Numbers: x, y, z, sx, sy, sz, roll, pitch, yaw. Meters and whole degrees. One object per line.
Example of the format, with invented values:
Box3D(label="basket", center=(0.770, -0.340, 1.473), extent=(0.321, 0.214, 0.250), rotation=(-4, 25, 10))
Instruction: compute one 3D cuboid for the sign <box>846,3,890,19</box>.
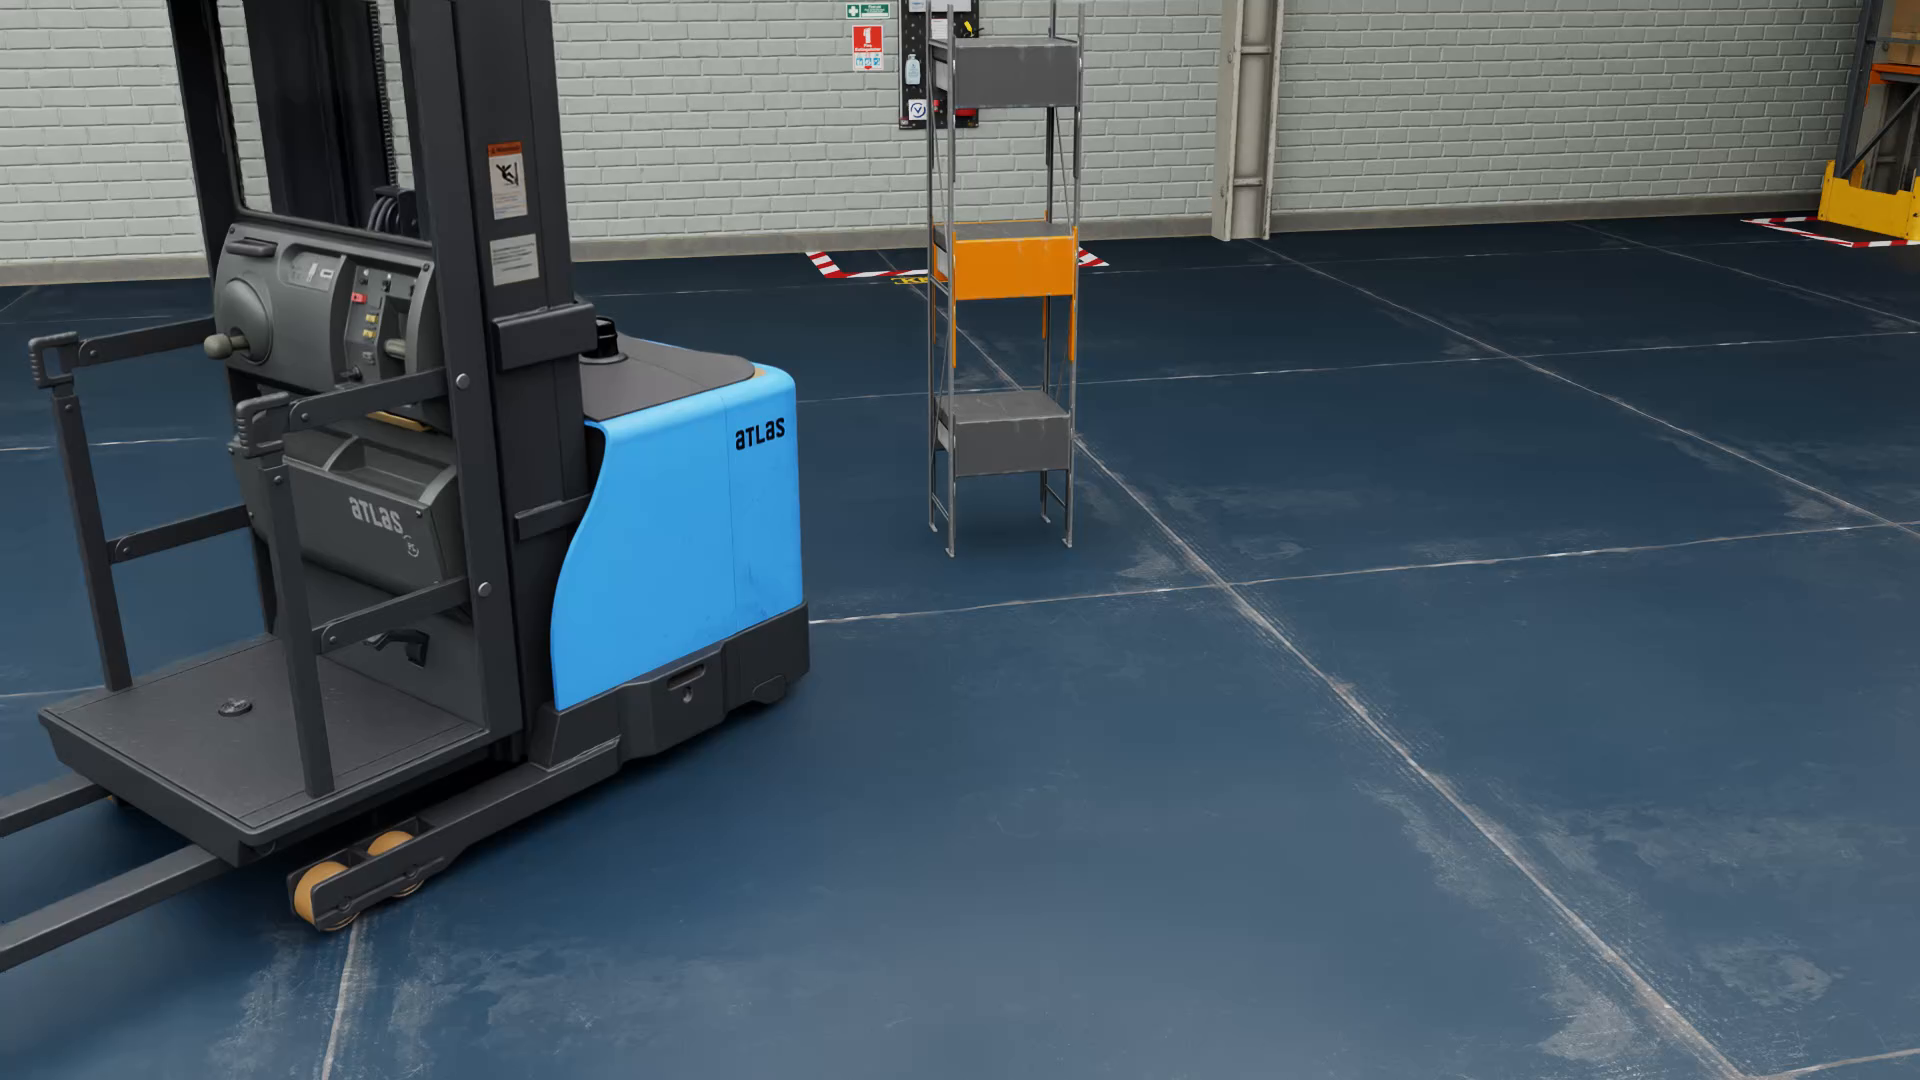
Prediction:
Box3D(label="sign", center=(-0.687, -3.952, 12.420), extent=(0.331, 0.109, 0.001), rotation=(-5, 21, -12))

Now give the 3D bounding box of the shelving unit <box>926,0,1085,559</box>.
Box3D(label="shelving unit", center=(0.161, -0.999, 6.489), extent=(0.503, 2.100, 0.431), rotation=(-5, 21, -12))

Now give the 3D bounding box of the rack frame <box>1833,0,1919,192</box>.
Box3D(label="rack frame", center=(7.638, -4.011, 13.403), extent=(0.127, 3.000, 1.000), rotation=(-5, 21, -12))

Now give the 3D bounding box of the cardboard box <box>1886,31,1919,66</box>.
Box3D(label="cardboard box", center=(8.049, -4.052, 13.704), extent=(0.500, 0.250, 0.500), rotation=(-4, 21, -12))

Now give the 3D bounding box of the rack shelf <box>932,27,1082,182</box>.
Box3D(label="rack shelf", center=(0.161, -1.644, 6.253), extent=(0.480, 0.518, 0.431), rotation=(-5, 21, -12))

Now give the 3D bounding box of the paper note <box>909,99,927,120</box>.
Box3D(label="paper note", center=(-0.320, -3.294, 12.726), extent=(0.142, 0.148, 0.016), rotation=(-5, 21, -12))

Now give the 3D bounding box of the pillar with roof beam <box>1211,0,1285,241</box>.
Box3D(label="pillar with roof beam", center=(3.272, -5.257, 8.083), extent=(0.400, 9.000, 9.100), rotation=(-5, 21, -12))

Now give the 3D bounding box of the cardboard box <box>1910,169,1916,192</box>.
Box3D(label="cardboard box", center=(8.332, -2.980, 13.857), extent=(0.500, 0.311, 0.500), rotation=(-7, 21, -19))

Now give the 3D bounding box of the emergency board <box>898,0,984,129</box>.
Box3D(label="emergency board", center=(-0.132, -3.698, 12.550), extent=(0.643, 1.169, 0.194), rotation=(-5, 21, -12))

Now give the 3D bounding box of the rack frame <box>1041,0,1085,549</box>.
Box3D(label="rack frame", center=(0.399, -1.018, 6.542), extent=(0.015, 2.100, 0.400), rotation=(-5, 21, -12))

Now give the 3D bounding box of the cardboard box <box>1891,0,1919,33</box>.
Box3D(label="cardboard box", center=(8.048, -4.411, 13.593), extent=(0.500, 0.500, 0.500), rotation=(-5, 21, -13))

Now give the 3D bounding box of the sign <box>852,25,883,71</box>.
Box3D(label="sign", center=(-0.694, -3.706, 12.518), extent=(0.234, 0.329, 0.001), rotation=(-5, 21, -12))

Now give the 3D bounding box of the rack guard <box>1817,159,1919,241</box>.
Box3D(label="rack guard", center=(7.712, -2.843, 13.850), extent=(0.348, 0.500, 1.175), rotation=(-5, 21, -12))

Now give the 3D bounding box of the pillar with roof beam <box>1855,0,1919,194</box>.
Box3D(label="pillar with roof beam", center=(9.111, -5.732, 9.379), extent=(0.400, 9.000, 9.100), rotation=(-5, 21, -12))

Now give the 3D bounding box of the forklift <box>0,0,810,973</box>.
Box3D(label="forklift", center=(-1.793, -0.594, 4.174), extent=(1.130, 2.935, 3.031), rotation=(15, 25, 35))

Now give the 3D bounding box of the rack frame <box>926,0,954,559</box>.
Box3D(label="rack frame", center=(-0.076, -0.980, 6.436), extent=(0.015, 2.100, 0.400), rotation=(-5, 21, -12))

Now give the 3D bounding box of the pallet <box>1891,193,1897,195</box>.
Box3D(label="pallet", center=(8.511, -2.760, 14.043), extent=(1.213, 0.211, 1.003), rotation=(-5, 21, -12))

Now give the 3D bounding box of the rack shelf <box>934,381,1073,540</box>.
Box3D(label="rack shelf", center=(0.161, -0.329, 6.735), extent=(0.480, 0.518, 0.431), rotation=(-5, 21, -12))

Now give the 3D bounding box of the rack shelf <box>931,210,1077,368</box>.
Box3D(label="rack shelf", center=(0.161, -0.986, 6.494), extent=(0.480, 0.518, 0.431), rotation=(-5, 21, -12))

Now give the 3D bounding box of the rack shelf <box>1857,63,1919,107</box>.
Box3D(label="rack shelf", center=(9.585, -3.832, 13.959), extent=(4.000, 0.370, 1.077), rotation=(-5, 21, -12))
